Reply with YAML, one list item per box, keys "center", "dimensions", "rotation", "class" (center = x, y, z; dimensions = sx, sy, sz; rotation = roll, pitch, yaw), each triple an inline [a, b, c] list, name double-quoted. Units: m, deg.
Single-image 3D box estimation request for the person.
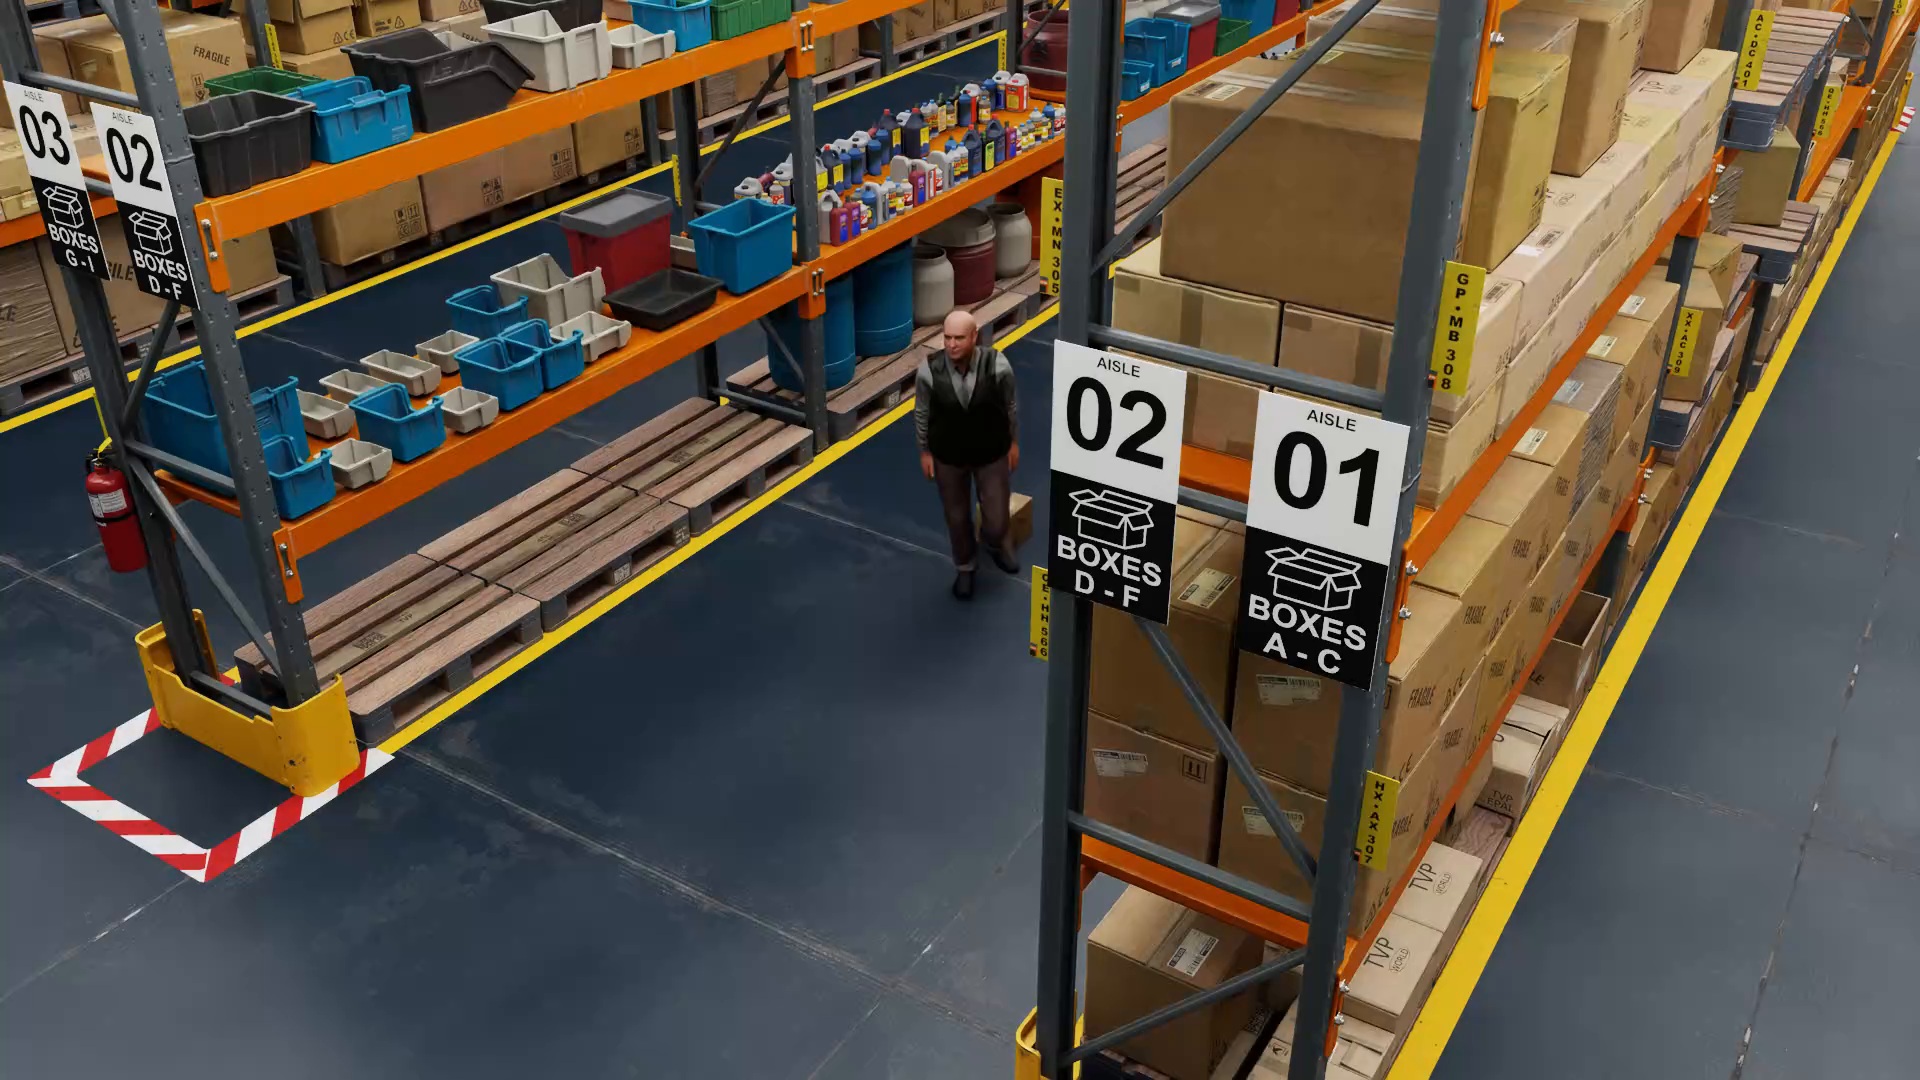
- center: [0.045, -0.475, 9.008]
  dimensions: [0.578, 1.713, 0.477]
  rotation: [2, 30, 3]
  class: "person"
